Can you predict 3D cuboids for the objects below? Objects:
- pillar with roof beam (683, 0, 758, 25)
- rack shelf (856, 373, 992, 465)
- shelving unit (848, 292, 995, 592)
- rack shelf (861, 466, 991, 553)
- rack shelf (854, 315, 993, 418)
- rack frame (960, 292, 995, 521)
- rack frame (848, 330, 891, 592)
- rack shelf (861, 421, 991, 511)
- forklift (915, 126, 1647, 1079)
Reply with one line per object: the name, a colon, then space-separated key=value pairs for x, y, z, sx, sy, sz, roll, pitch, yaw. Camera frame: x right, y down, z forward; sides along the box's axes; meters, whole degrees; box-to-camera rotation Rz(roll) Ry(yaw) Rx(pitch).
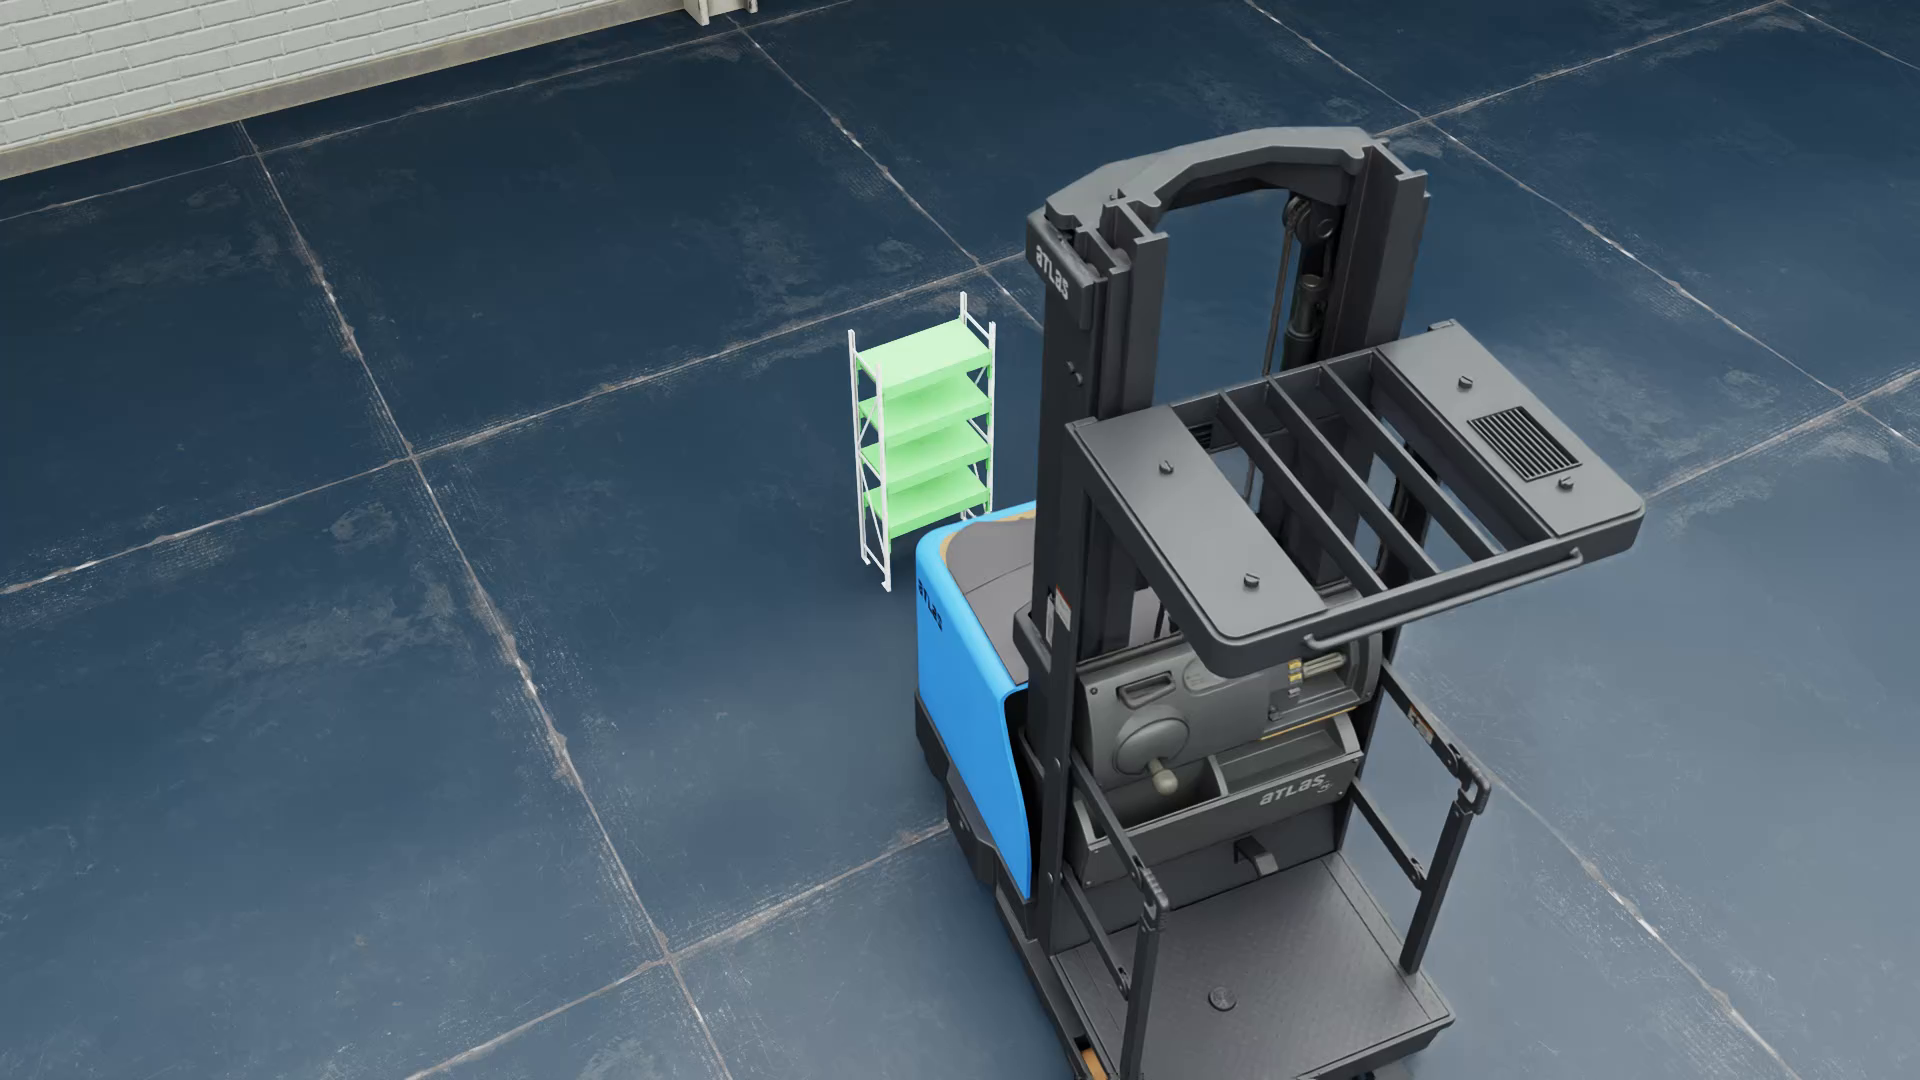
pillar with roof beam: x=0.601 y=-4.051 z=4.892 sx=0.400 sy=9.000 sz=9.100 roll=-22 pitch=48 yaw=-21
rack shelf: x=-0.144 y=-0.500 z=6.580 sx=0.480 sy=0.148 sz=0.258 roll=-22 pitch=48 yaw=-21
shelving unit: x=-0.144 y=-0.373 z=6.702 sx=0.503 sy=1.200 sz=0.258 roll=-22 pitch=48 yaw=-21
rack shelf: x=-0.144 y=-0.155 z=6.914 sx=0.480 sy=0.148 sz=0.258 roll=-22 pitch=48 yaw=-21
rack shelf: x=-0.144 y=-0.672 z=6.413 sx=0.480 sy=0.148 sz=0.258 roll=-22 pitch=48 yaw=-21
rack frame: x=0.068 y=-0.458 z=6.790 sx=0.015 sy=1.200 sz=0.240 roll=-22 pitch=48 yaw=-21
rack frame: x=-0.355 y=-0.288 z=6.615 sx=0.015 sy=1.200 sz=0.240 roll=-22 pitch=48 yaw=-21
rack shelf: x=-0.144 y=-0.327 z=6.747 sx=0.480 sy=0.148 sz=0.258 roll=-22 pitch=48 yaw=-21
forklift: x=0.861 y=0.519 z=4.540 sx=1.130 sy=2.935 sz=3.031 roll=-16 pitch=46 yaw=-16
